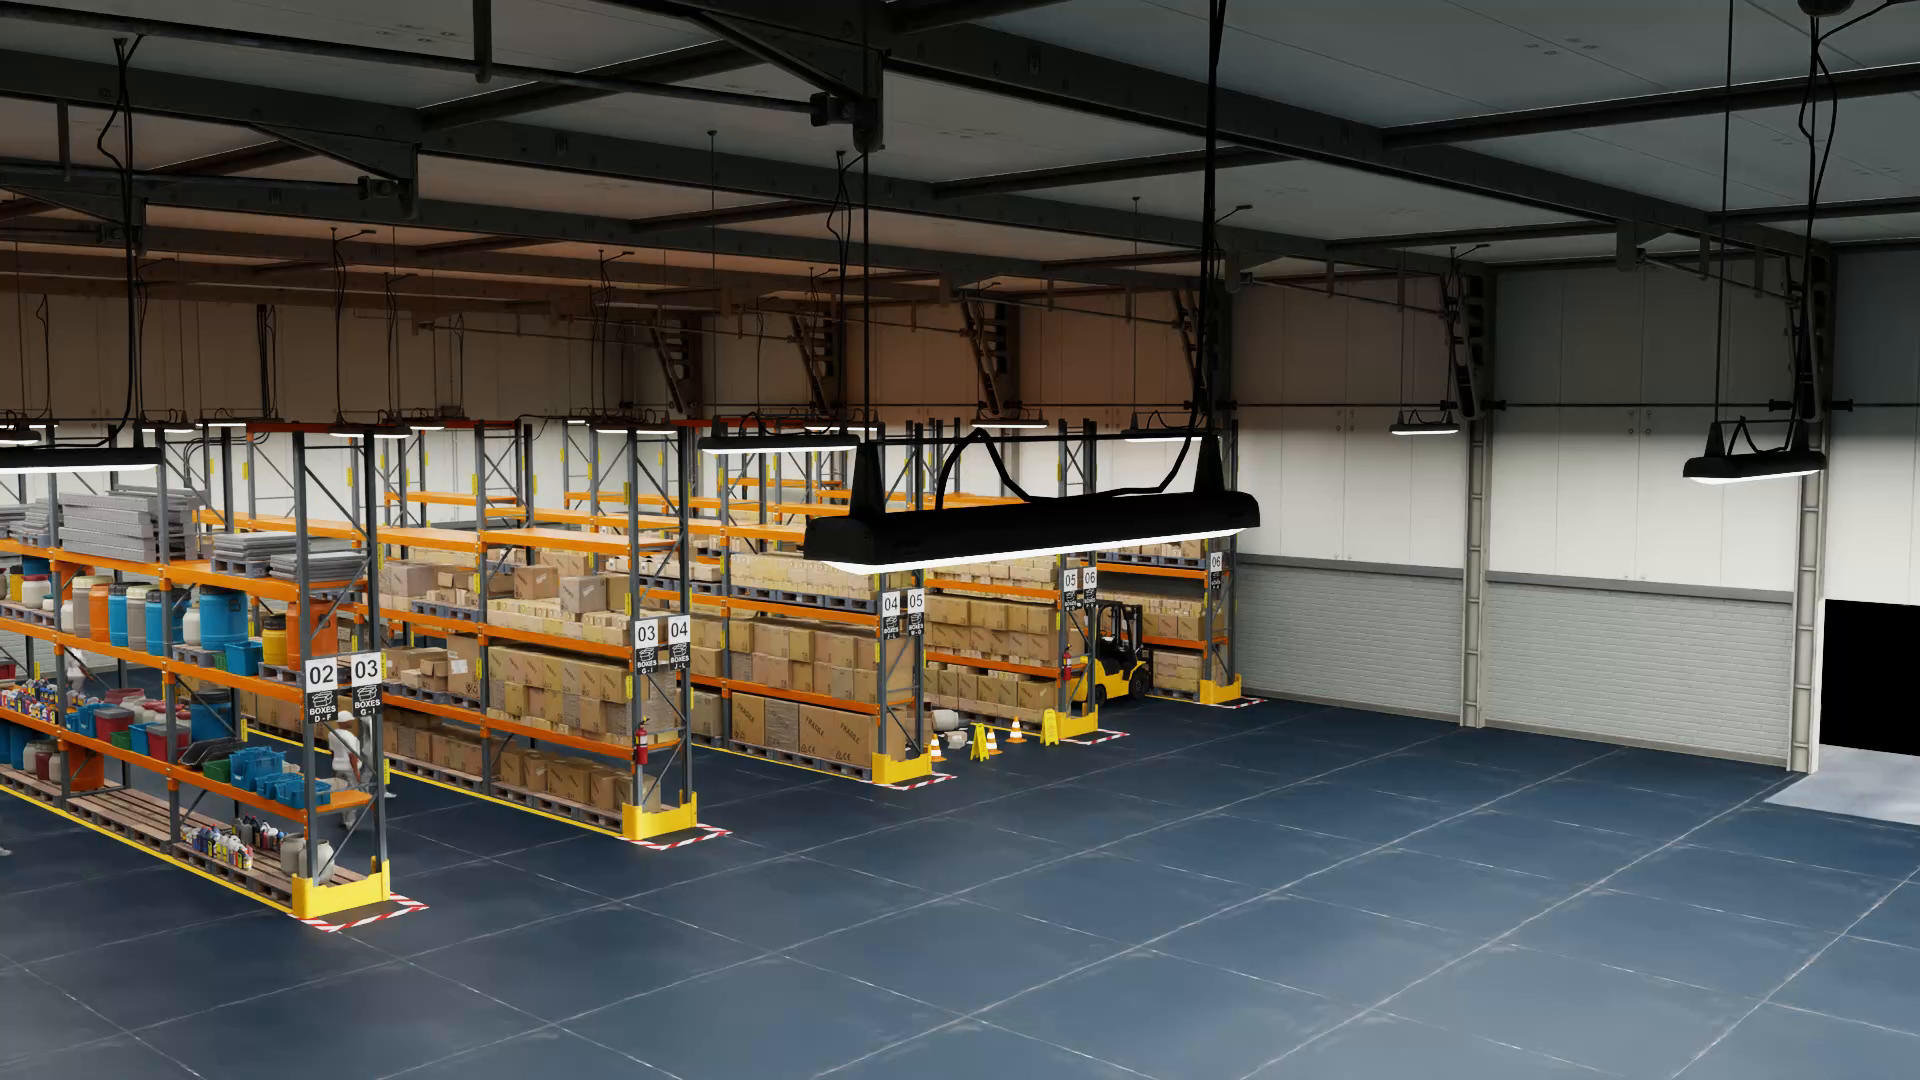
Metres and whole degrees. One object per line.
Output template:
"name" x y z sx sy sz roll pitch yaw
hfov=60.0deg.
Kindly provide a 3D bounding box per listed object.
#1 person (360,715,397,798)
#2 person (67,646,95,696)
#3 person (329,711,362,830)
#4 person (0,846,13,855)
"person" -9.316 3.376 26.523 0.559 1.595 0.421 -1 5 -15
"person" -17.702 2.753 33.487 0.523 1.651 0.878 2 5 26
"person" -9.143 3.414 24.933 0.581 1.764 0.592 2 5 18
"person" -13.670 3.591 23.462 0.545 1.698 0.496 -1 5 -17
